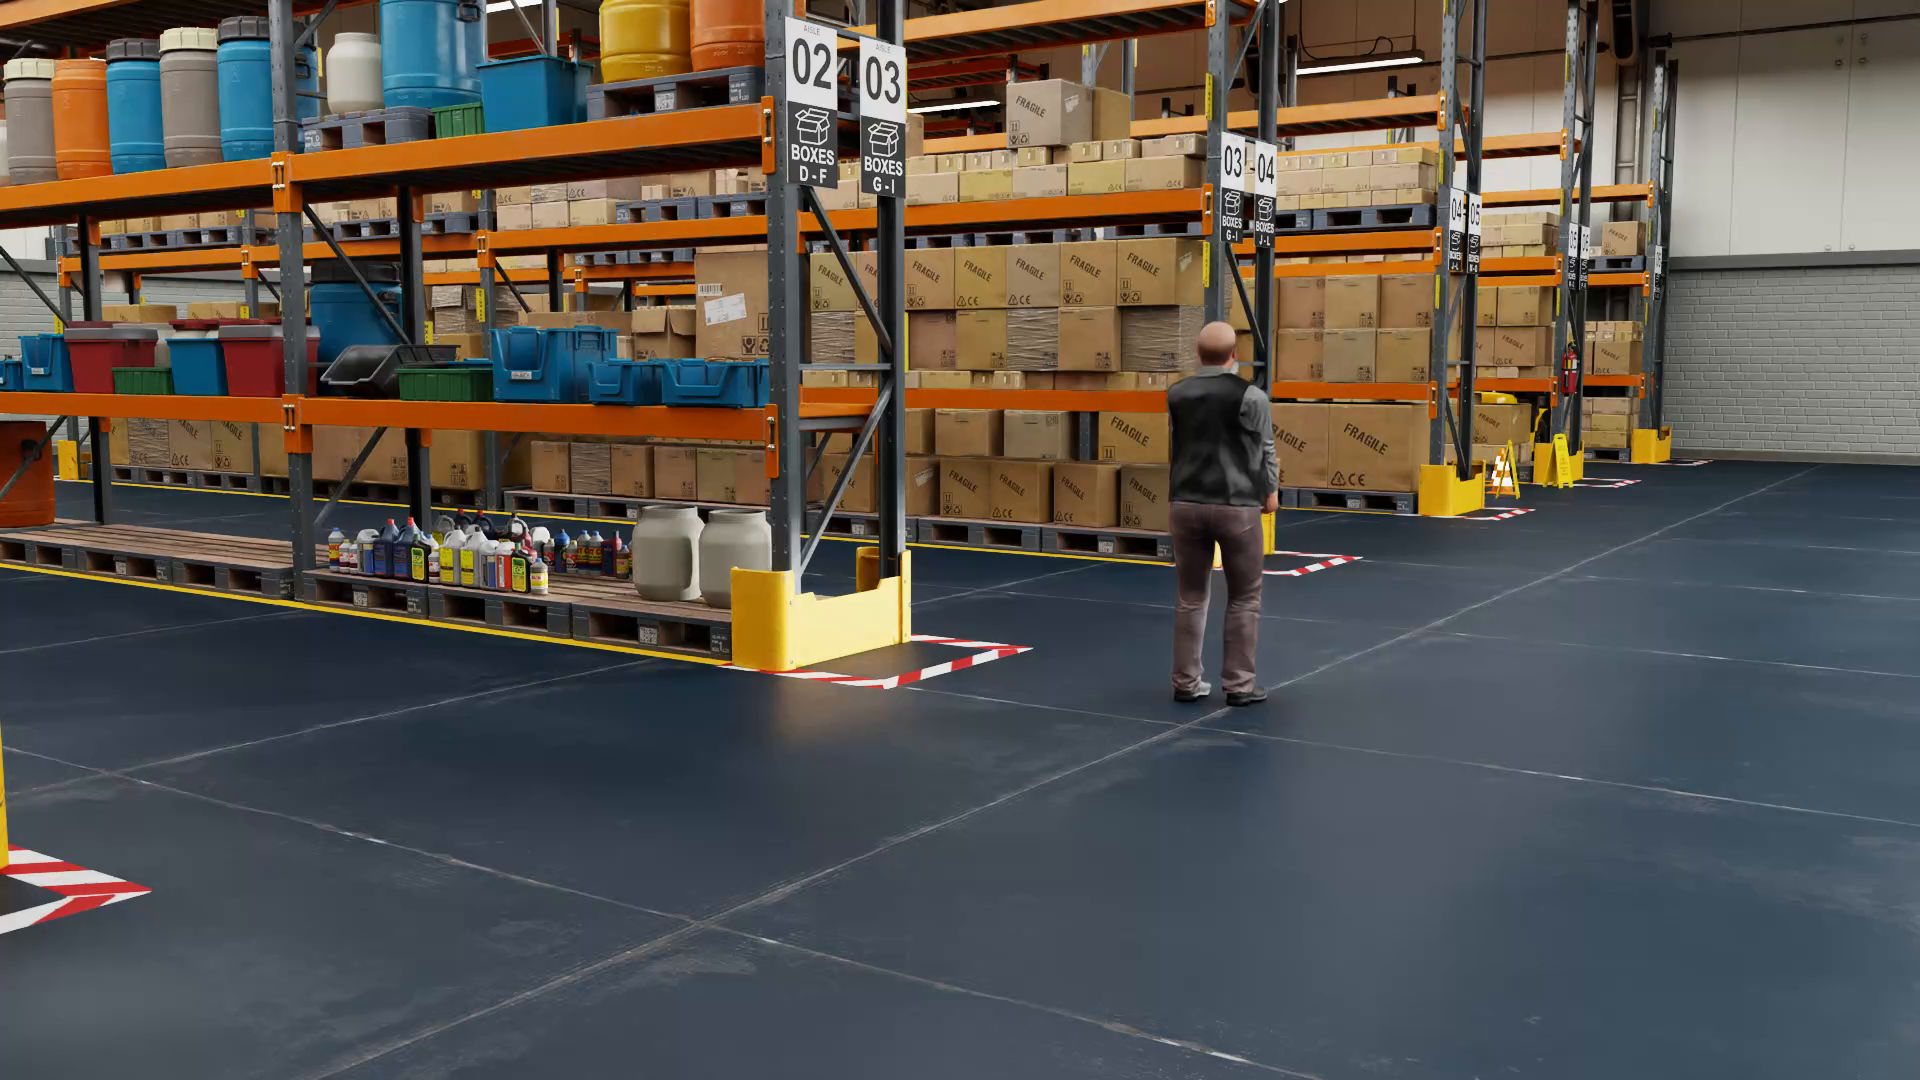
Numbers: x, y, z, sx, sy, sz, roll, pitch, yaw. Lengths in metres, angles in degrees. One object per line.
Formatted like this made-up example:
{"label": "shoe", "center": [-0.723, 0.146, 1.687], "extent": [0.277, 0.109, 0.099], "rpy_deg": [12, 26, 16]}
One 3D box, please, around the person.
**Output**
{"label": "person", "center": [1.192, -0.125, 7.554], "extent": [0.495, 1.721, 0.554], "rpy_deg": [4, 7, 33]}
